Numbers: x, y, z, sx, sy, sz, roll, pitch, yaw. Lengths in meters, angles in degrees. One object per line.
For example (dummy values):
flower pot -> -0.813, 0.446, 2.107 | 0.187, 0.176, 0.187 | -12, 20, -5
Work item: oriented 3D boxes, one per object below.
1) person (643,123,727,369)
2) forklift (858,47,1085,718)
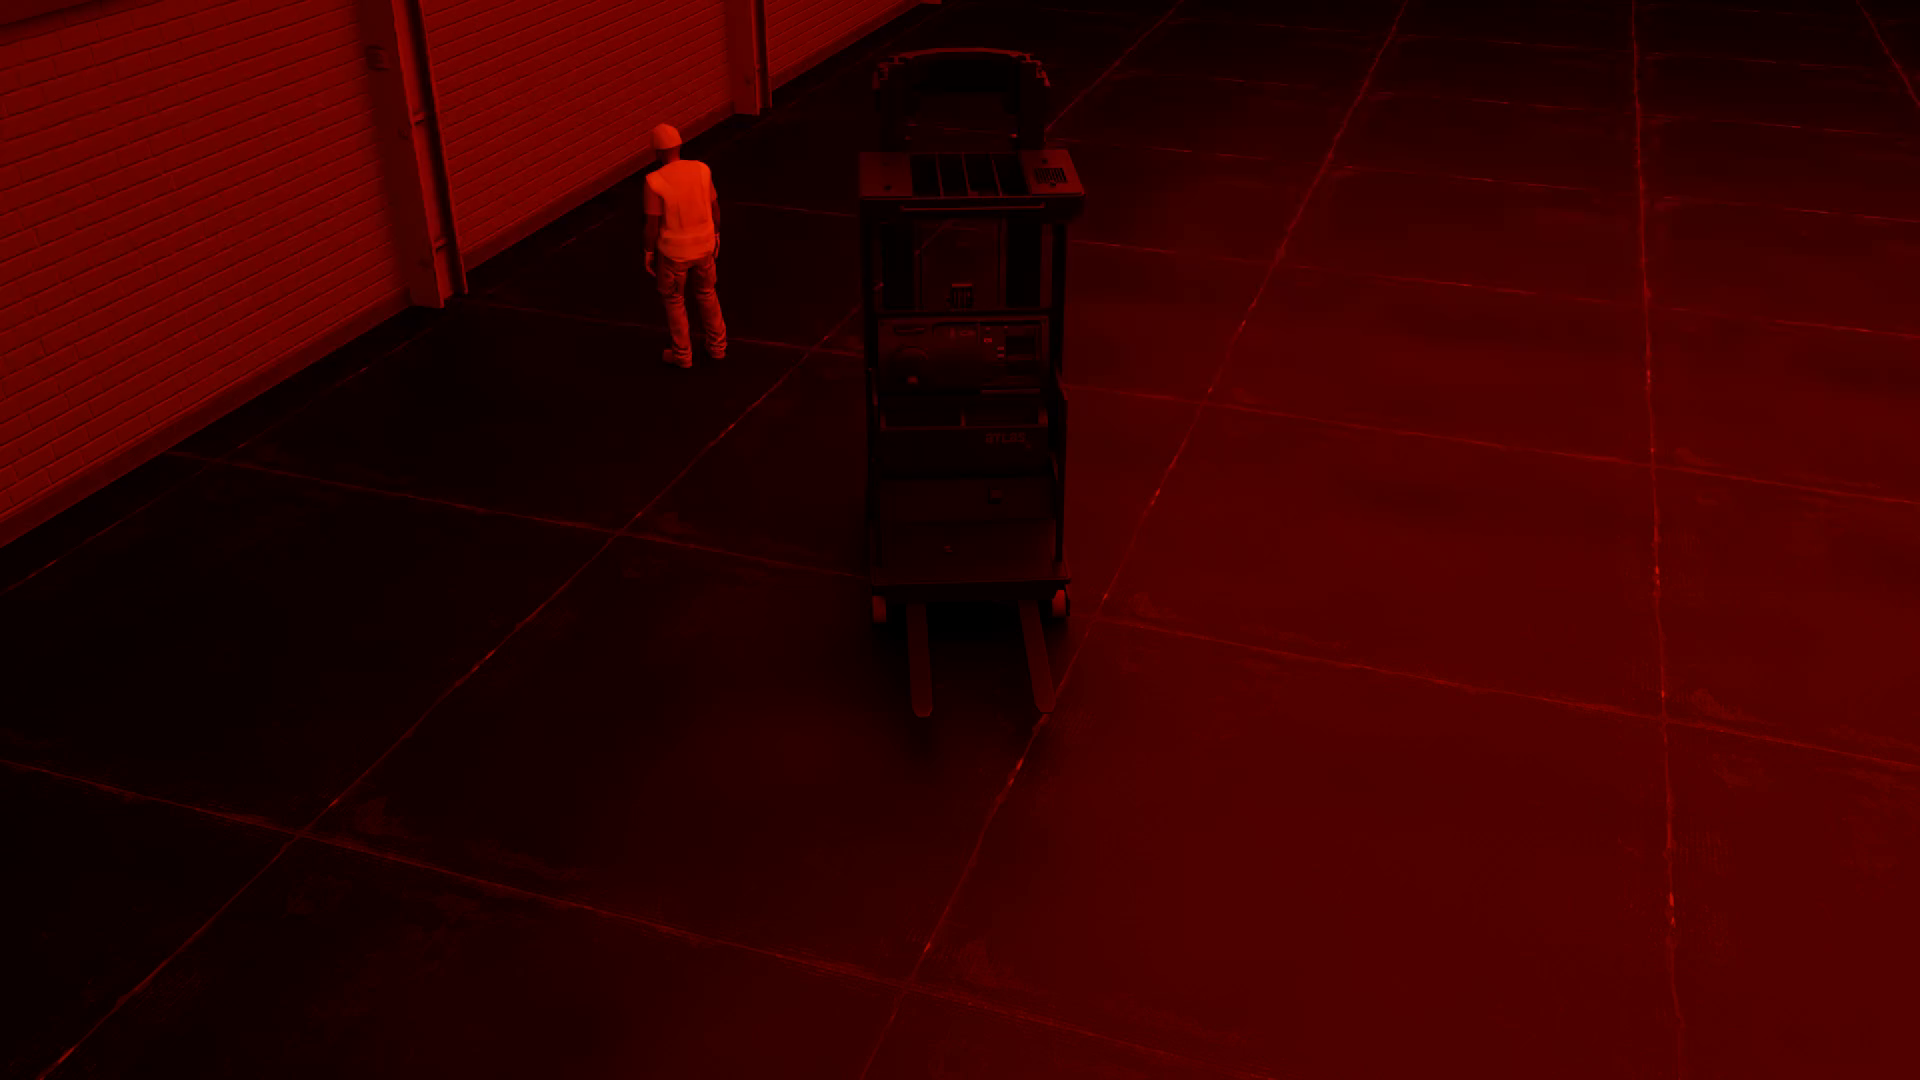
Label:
person -> -2.005, -2.117, 12.023 | 0.625, 1.773, 0.452 | -21, 36, -32
forklift -> 0.035, -0.972, 8.842 | 1.130, 2.935, 3.031 | -2, 30, -3
